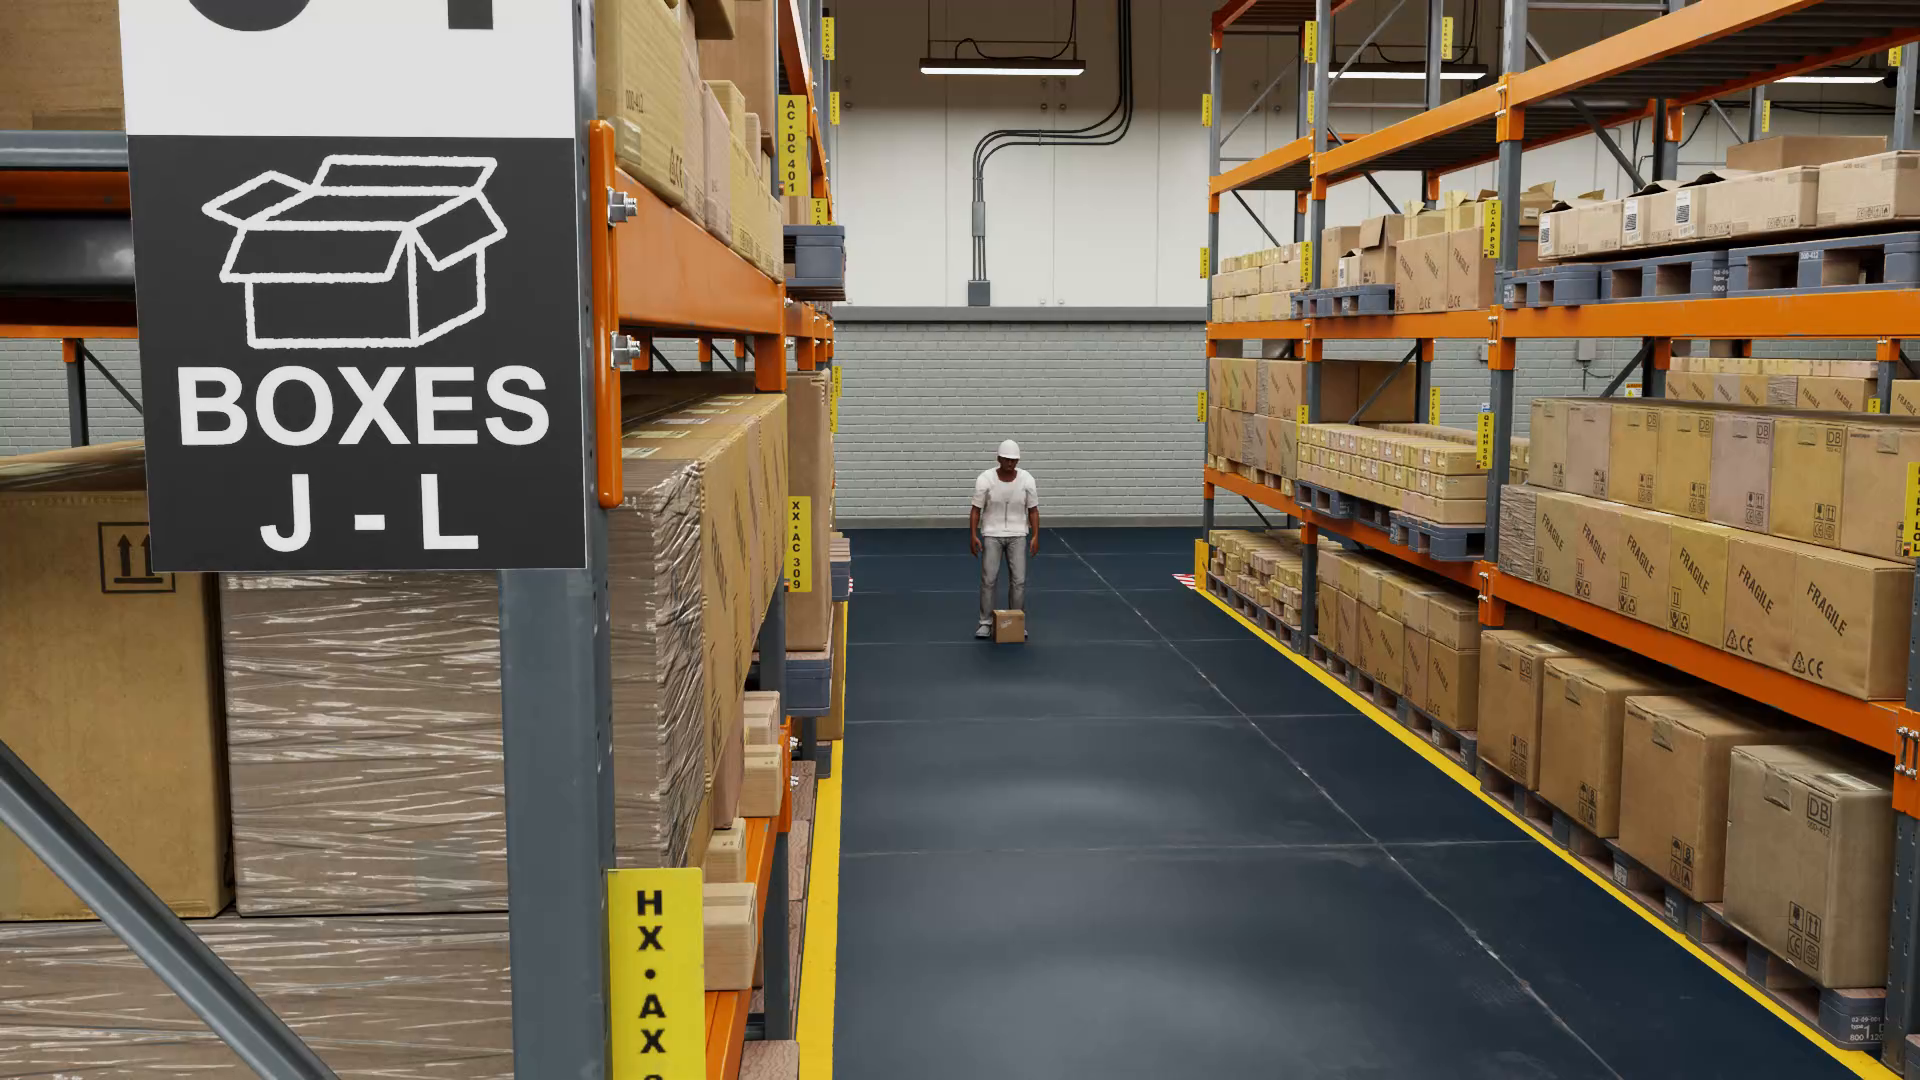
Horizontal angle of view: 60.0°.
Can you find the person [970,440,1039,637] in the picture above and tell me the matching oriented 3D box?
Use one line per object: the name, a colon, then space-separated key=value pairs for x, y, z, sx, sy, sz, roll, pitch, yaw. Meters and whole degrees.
person: x=0.398 y=-0.015 z=14.809 sx=0.626 sy=1.757 sz=0.458 roll=-1 pitch=7 yaw=-5
